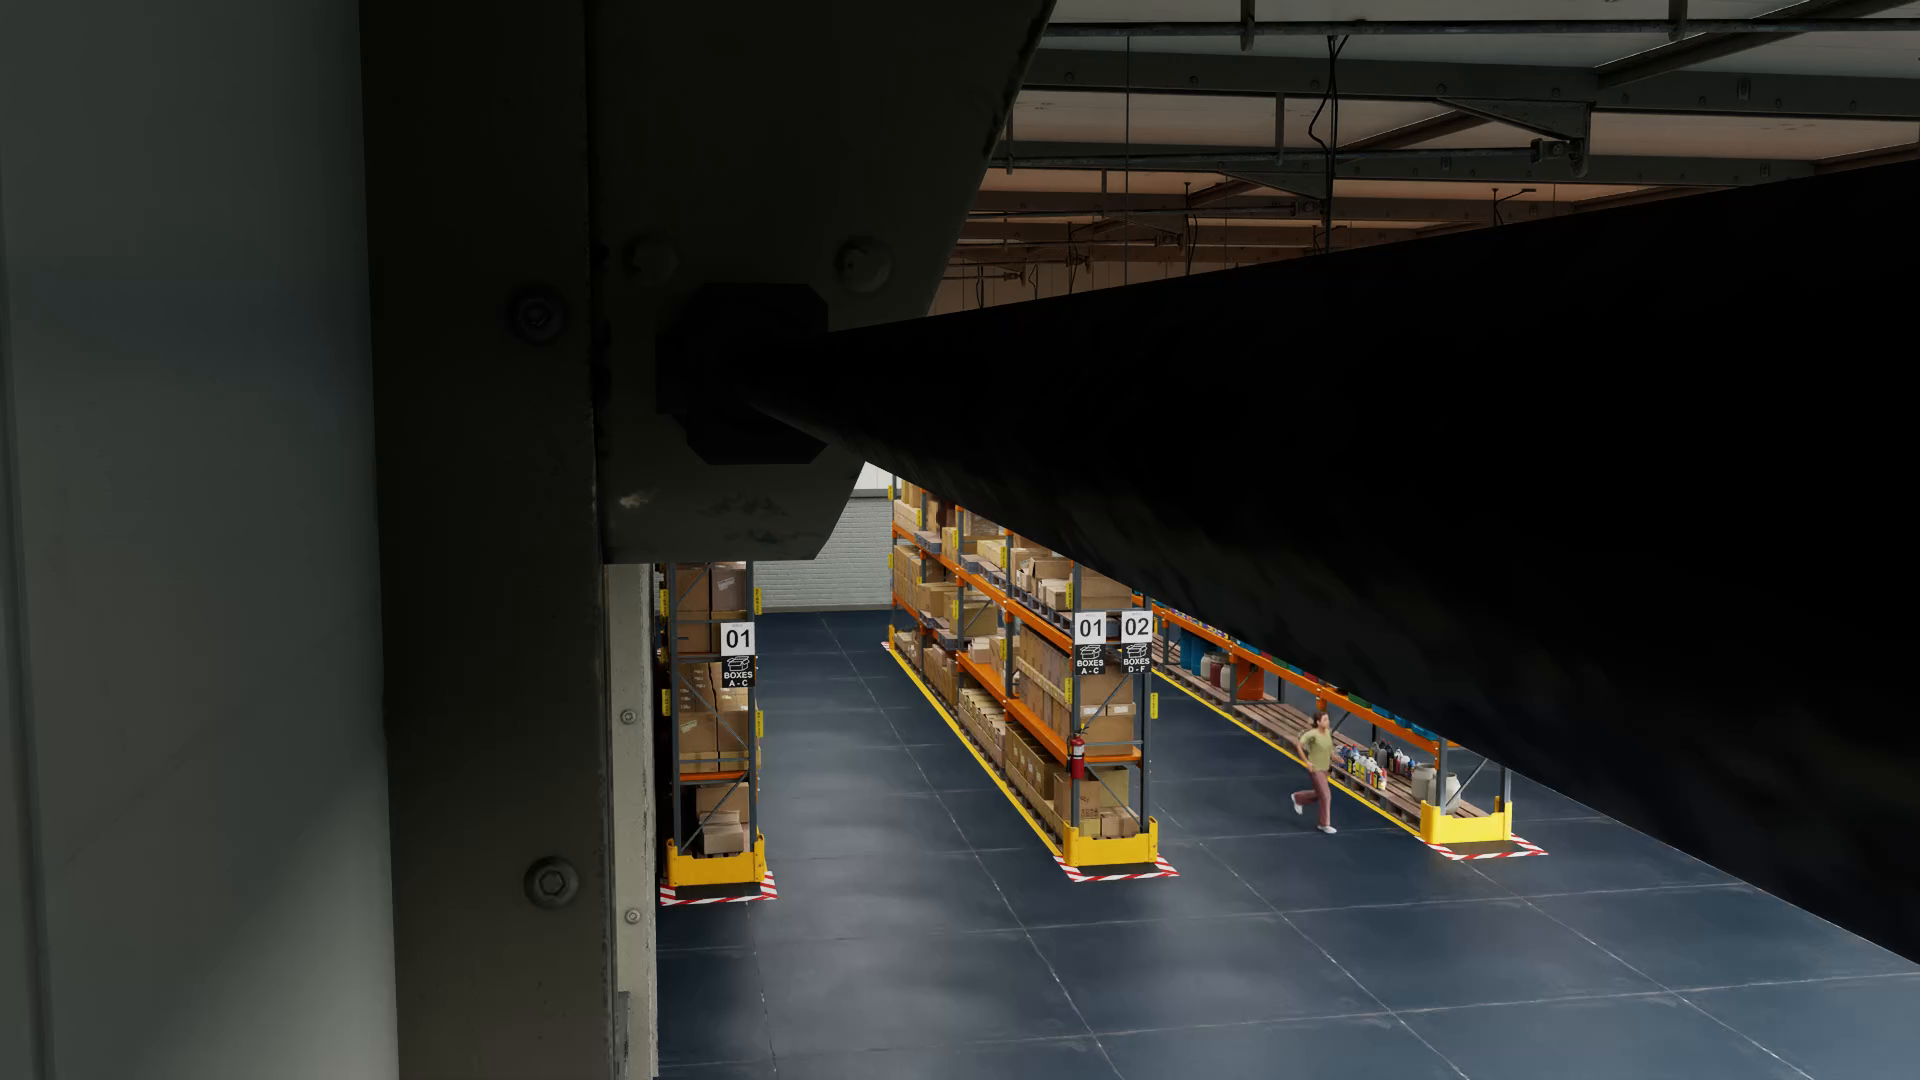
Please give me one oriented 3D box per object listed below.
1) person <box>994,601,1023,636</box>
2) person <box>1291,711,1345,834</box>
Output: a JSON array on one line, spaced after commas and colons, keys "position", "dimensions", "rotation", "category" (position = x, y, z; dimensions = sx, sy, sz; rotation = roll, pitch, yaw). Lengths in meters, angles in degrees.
[{"position": [1.015, 1.584, 36.057], "dimensions": [0.657, 1.687, 0.577], "rotation": [-2, 6, -18], "category": "person"}, {"position": [4.777, 3.100, 22.509], "dimensions": [0.564, 1.634, 0.815], "rotation": [-5, 8, -39], "category": "person"}]
